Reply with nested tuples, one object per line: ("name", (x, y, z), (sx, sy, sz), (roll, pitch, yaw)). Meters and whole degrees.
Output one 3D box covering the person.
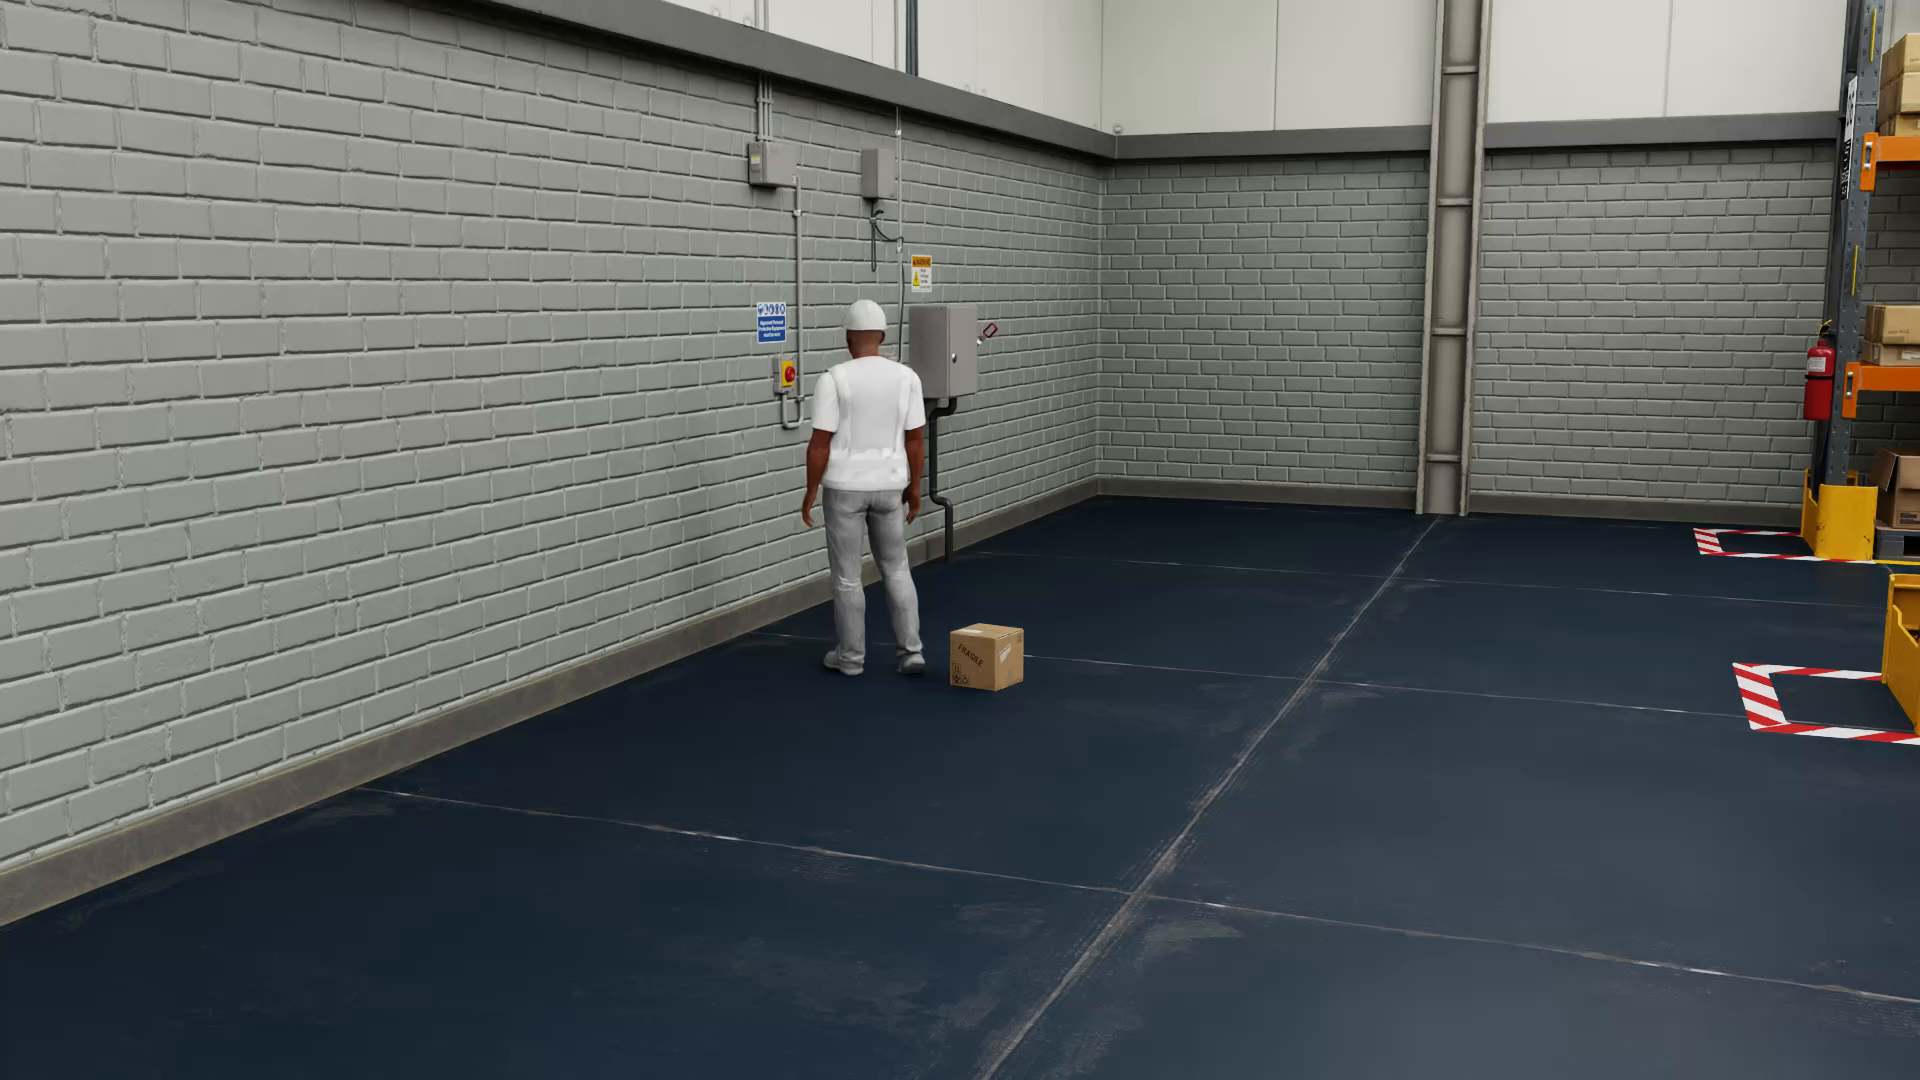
("person", (-0.464, -0.205, 7.863), (0.562, 1.848, 0.438), (-4, 10, -25))
